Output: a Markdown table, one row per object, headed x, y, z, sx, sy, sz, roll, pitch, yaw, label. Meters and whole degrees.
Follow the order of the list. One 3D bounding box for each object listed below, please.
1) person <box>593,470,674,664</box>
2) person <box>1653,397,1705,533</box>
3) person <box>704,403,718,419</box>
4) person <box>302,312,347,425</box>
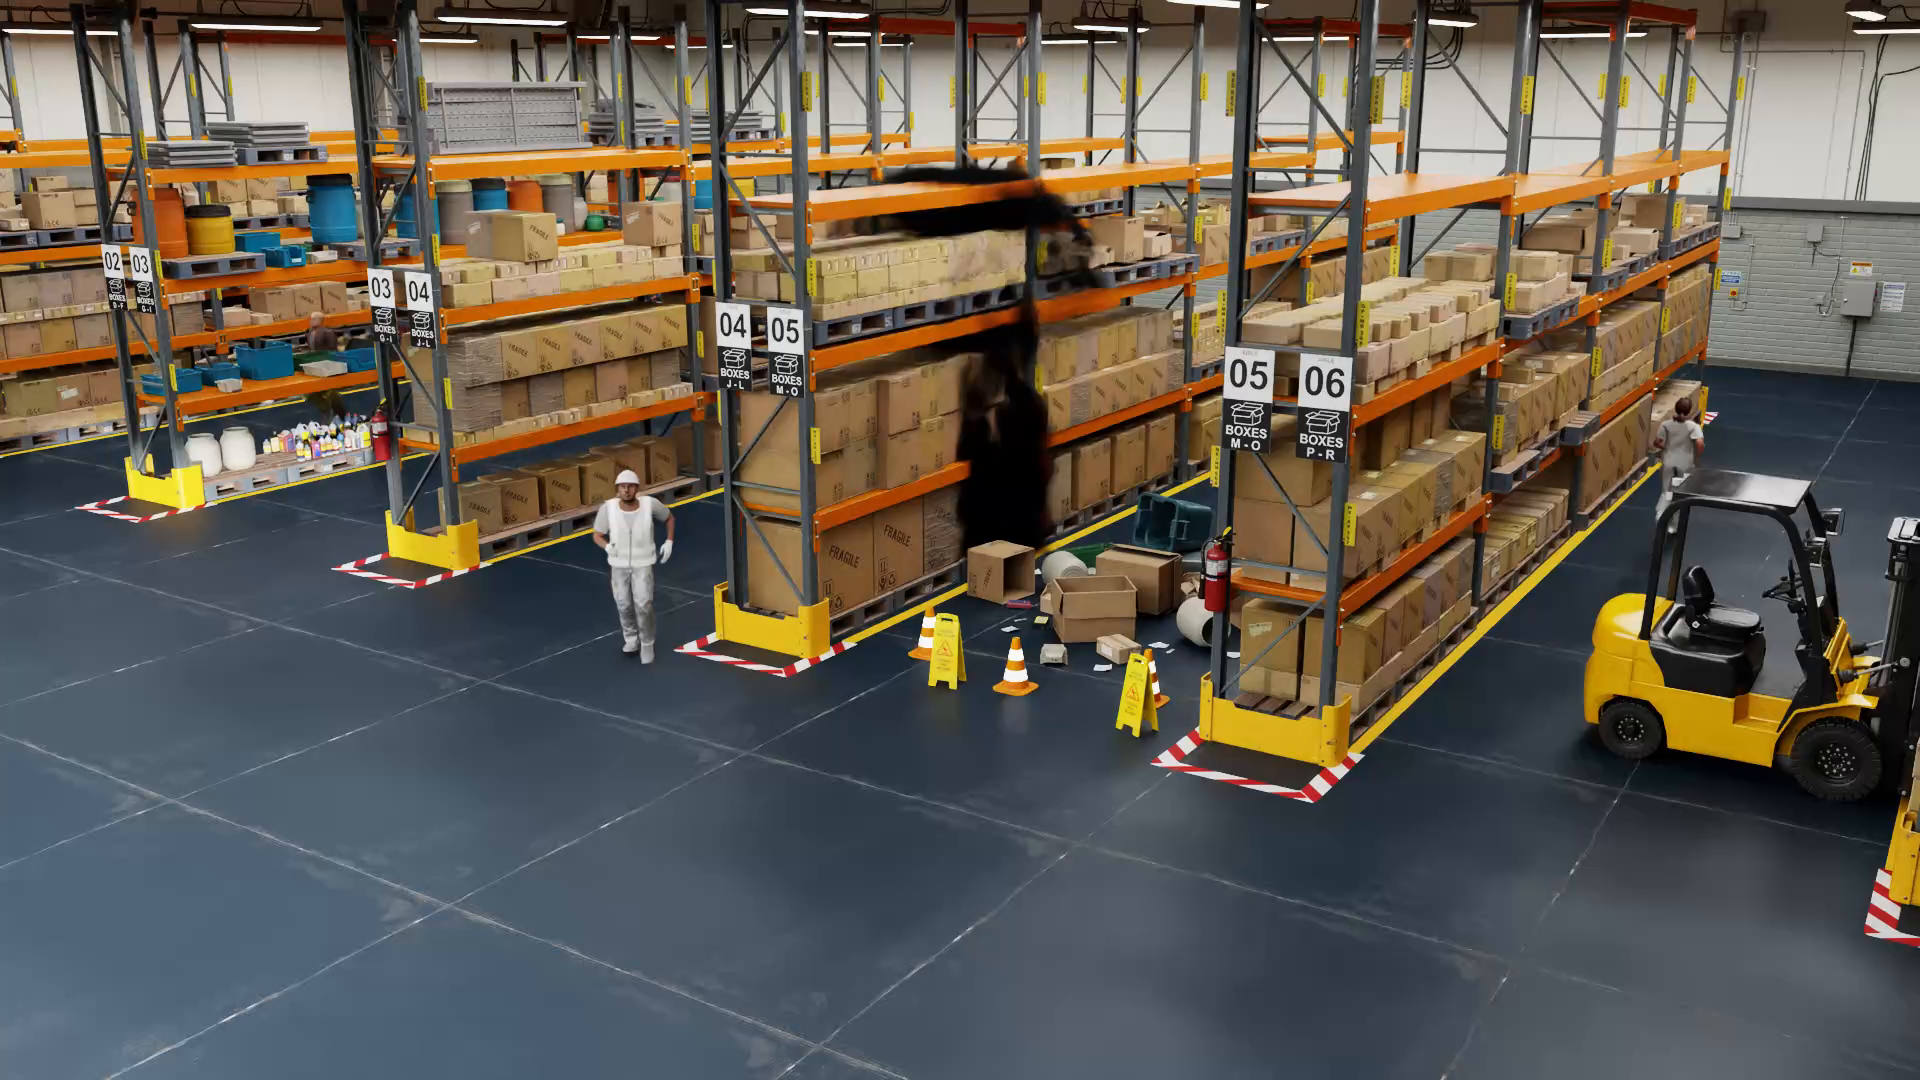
| x | y | z | sx | sy | sz | roll | pitch | yaw | label |
| --- | --- | --- | --- | --- | --- | --- | --- | --- | --- |
| -2.942 | 0.261 | 15.021 | 0.709 | 1.823 | 0.717 | -1 | 16 | -4 | person |
| 8.229 | -0.815 | 19.103 | 0.567 | 1.667 | 0.867 | 10 | 18 | 31 | person |
| -3.759 | -2.322 | 24.442 | 0.594 | 1.753 | 0.753 | 11 | 19 | 34 | person |
| -9.700 | -2.599 | 25.294 | 0.691 | 1.763 | 0.775 | 7 | 17 | 24 | person |
